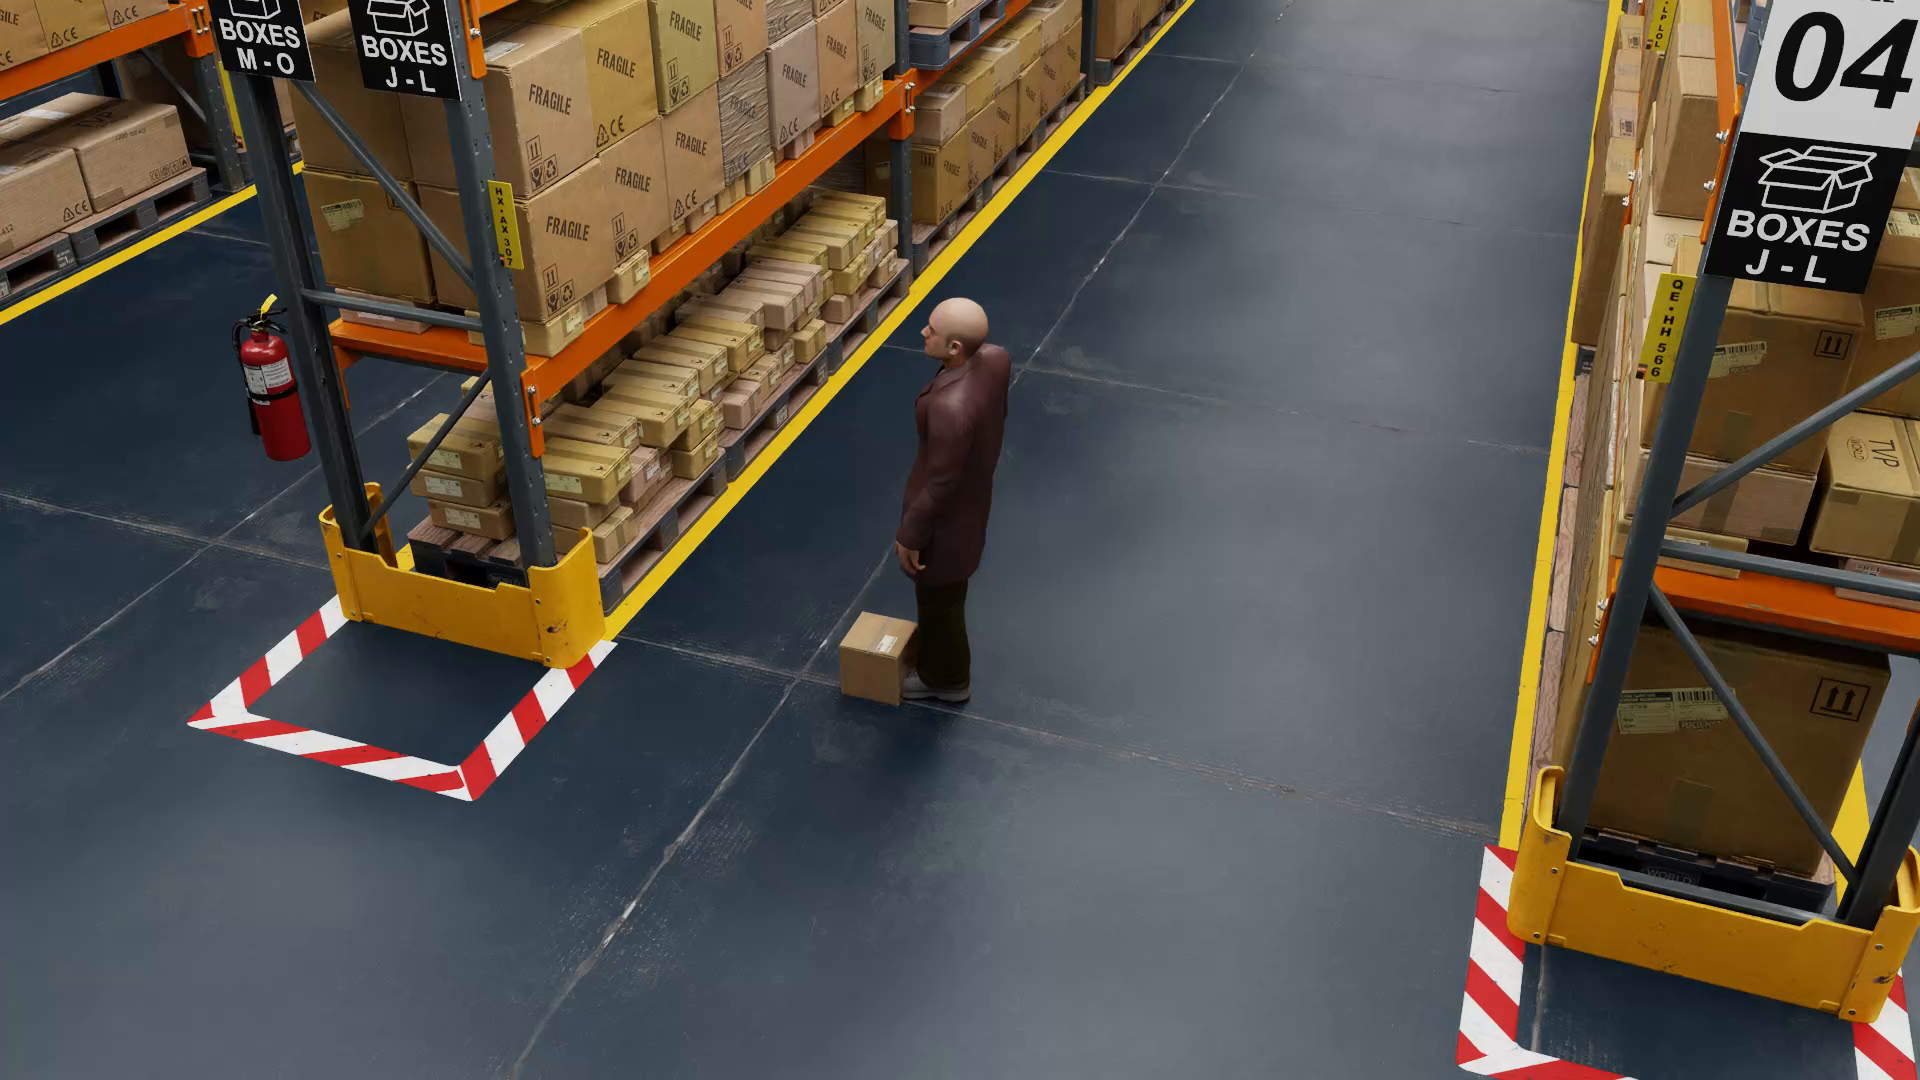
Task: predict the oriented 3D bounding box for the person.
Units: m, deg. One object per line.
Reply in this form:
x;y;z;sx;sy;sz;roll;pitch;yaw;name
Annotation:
-0.139;-0.141;6.354;0.580;1.777;0.698;11;34;17;person
